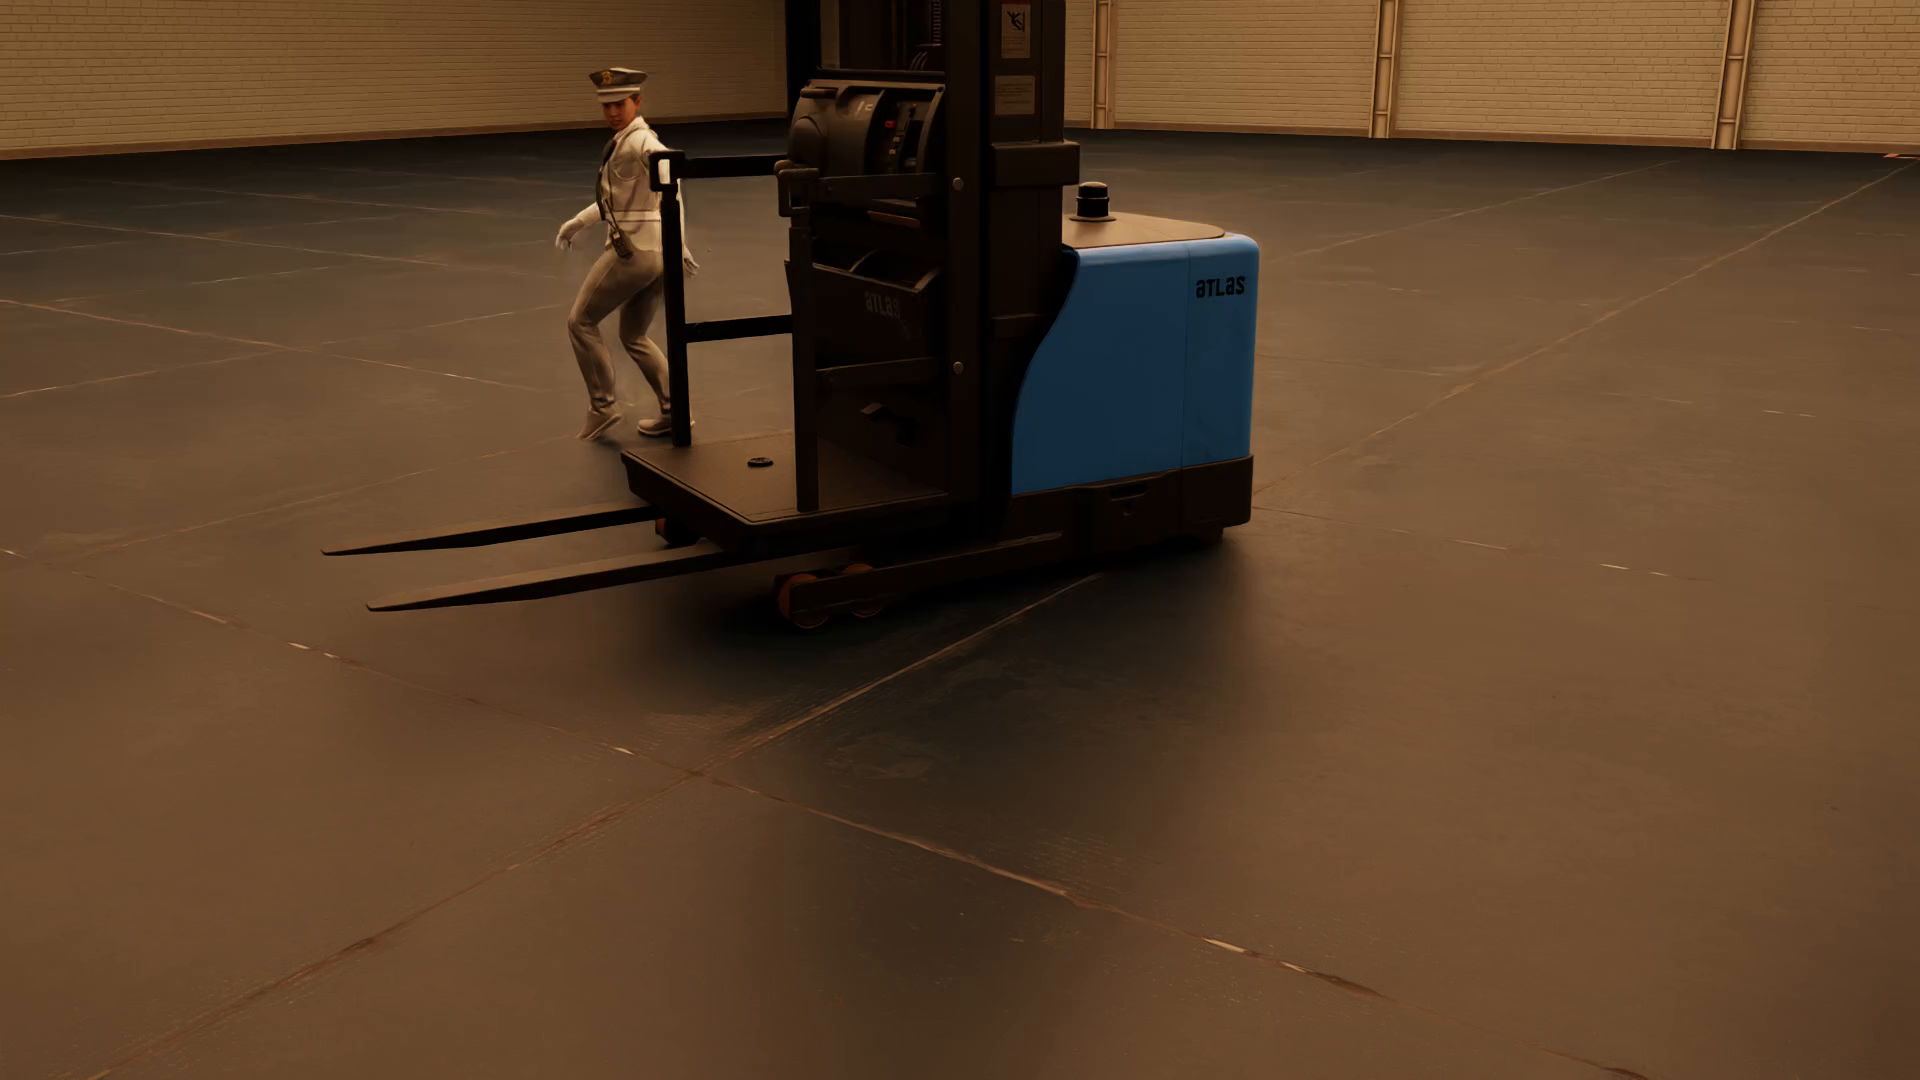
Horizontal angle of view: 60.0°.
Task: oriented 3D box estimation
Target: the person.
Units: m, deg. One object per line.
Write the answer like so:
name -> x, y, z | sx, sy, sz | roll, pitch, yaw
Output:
person -> -1.419, -1.207, 7.301 | 0.734, 1.662, 0.577 | 3, 17, 11

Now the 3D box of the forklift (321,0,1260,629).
forklift -> -0.487, -1.307, 5.204 | 3.031, 2.935, 1.130 | -10, 19, -30
